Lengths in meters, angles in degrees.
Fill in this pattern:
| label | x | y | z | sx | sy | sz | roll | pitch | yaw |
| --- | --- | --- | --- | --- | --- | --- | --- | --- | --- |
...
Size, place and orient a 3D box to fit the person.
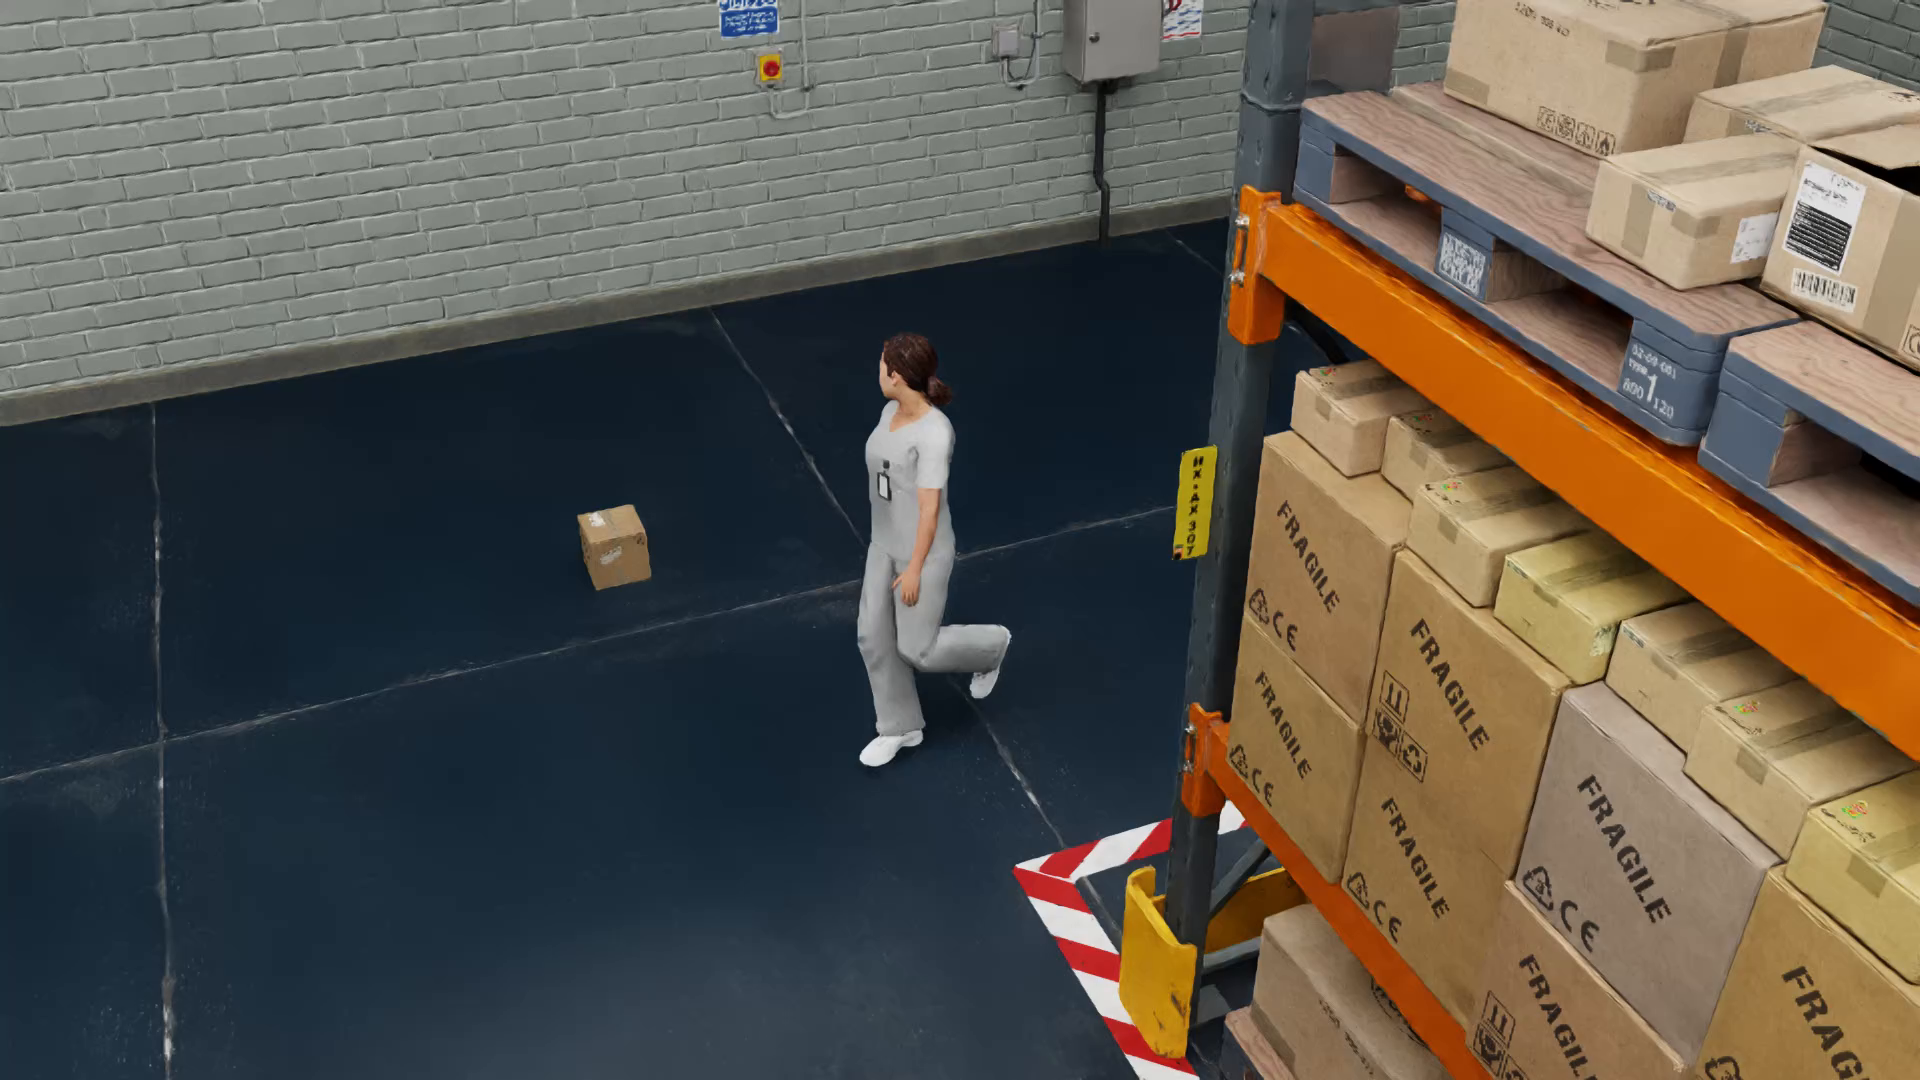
| label | x | y | z | sx | sy | sz | roll | pitch | yaw |
| --- | --- | --- | --- | --- | --- | --- | --- | --- | --- |
| person | -0.172 | 0.014 | 6.166 | 0.733 | 1.621 | 0.505 | -22 | 39 | -29 |
